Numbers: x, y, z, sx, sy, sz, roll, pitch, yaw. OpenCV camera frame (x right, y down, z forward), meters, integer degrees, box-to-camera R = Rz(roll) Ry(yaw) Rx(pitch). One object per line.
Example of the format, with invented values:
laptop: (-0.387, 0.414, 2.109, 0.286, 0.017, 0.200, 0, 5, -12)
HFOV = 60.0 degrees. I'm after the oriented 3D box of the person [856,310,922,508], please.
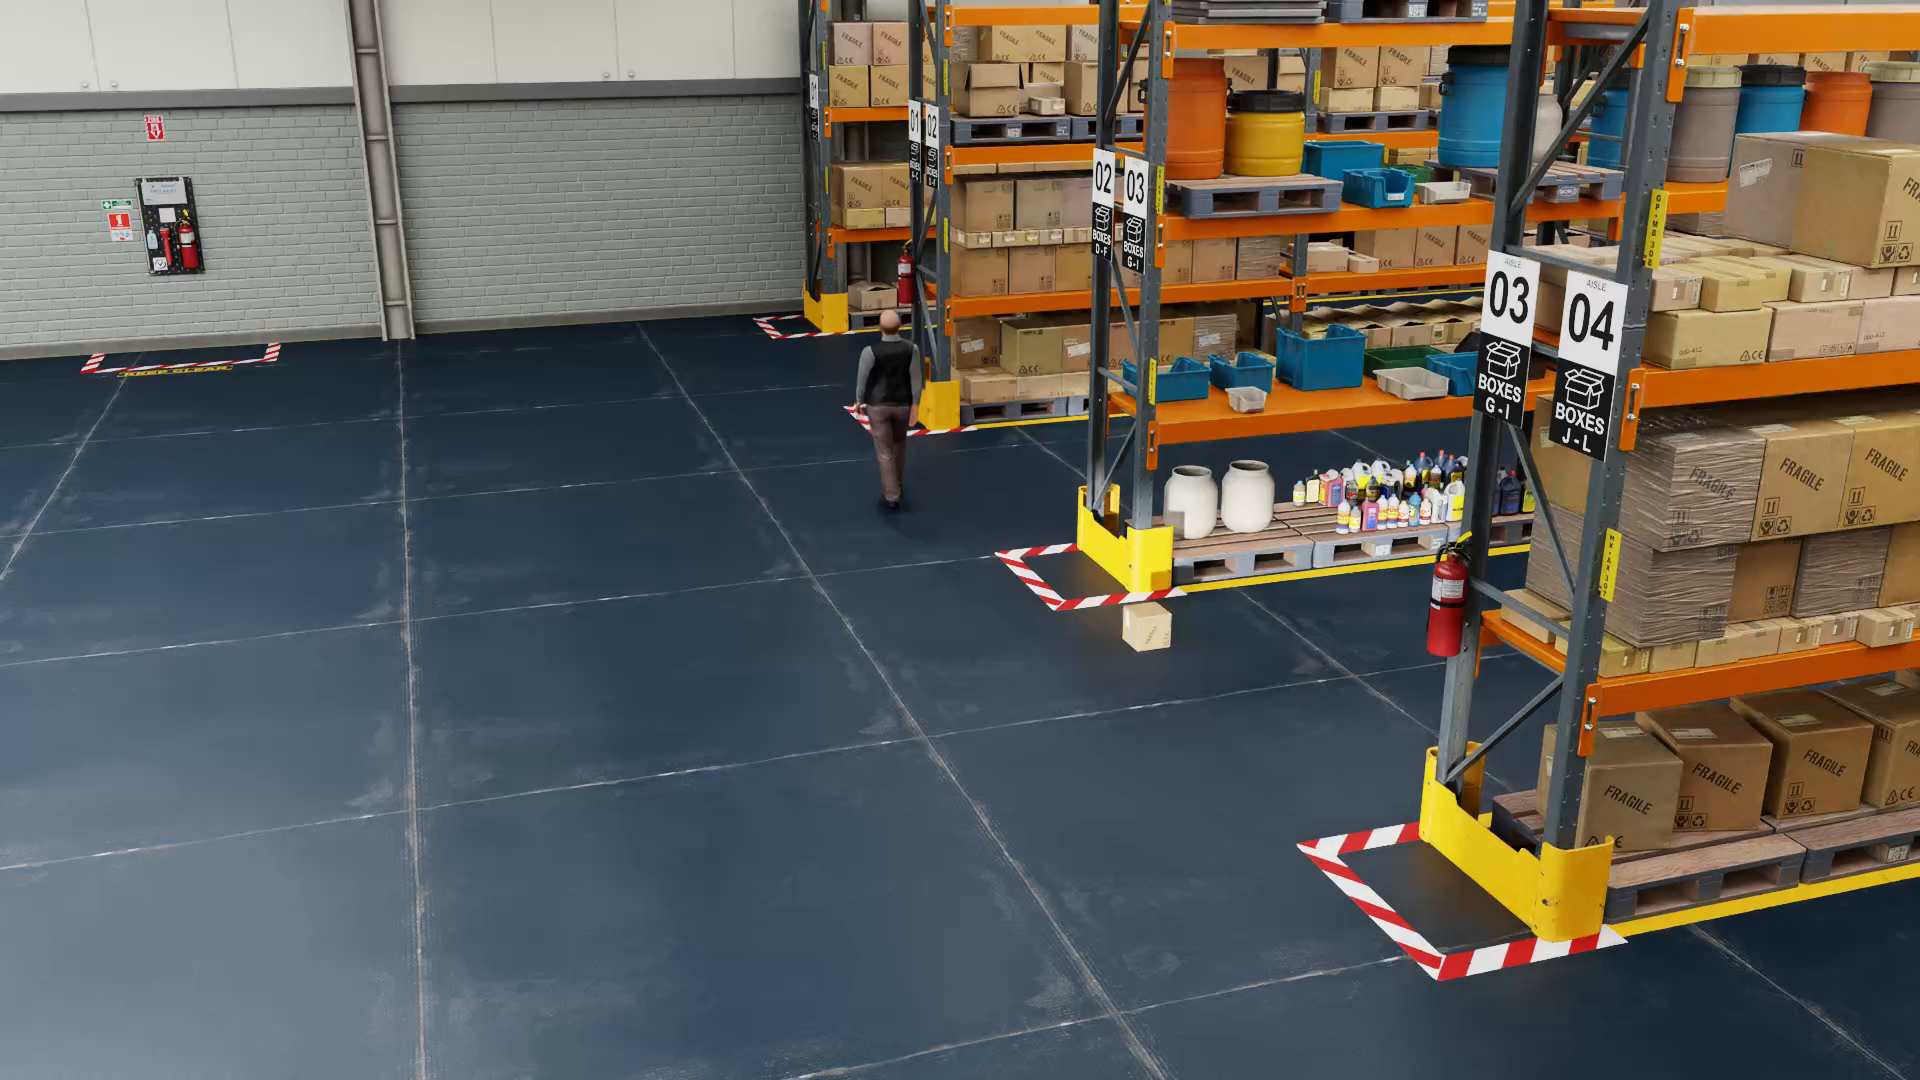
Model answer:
person: (-0.647, -1.163, 14.476, 0.541, 1.737, 0.801, -7, 20, -20)
